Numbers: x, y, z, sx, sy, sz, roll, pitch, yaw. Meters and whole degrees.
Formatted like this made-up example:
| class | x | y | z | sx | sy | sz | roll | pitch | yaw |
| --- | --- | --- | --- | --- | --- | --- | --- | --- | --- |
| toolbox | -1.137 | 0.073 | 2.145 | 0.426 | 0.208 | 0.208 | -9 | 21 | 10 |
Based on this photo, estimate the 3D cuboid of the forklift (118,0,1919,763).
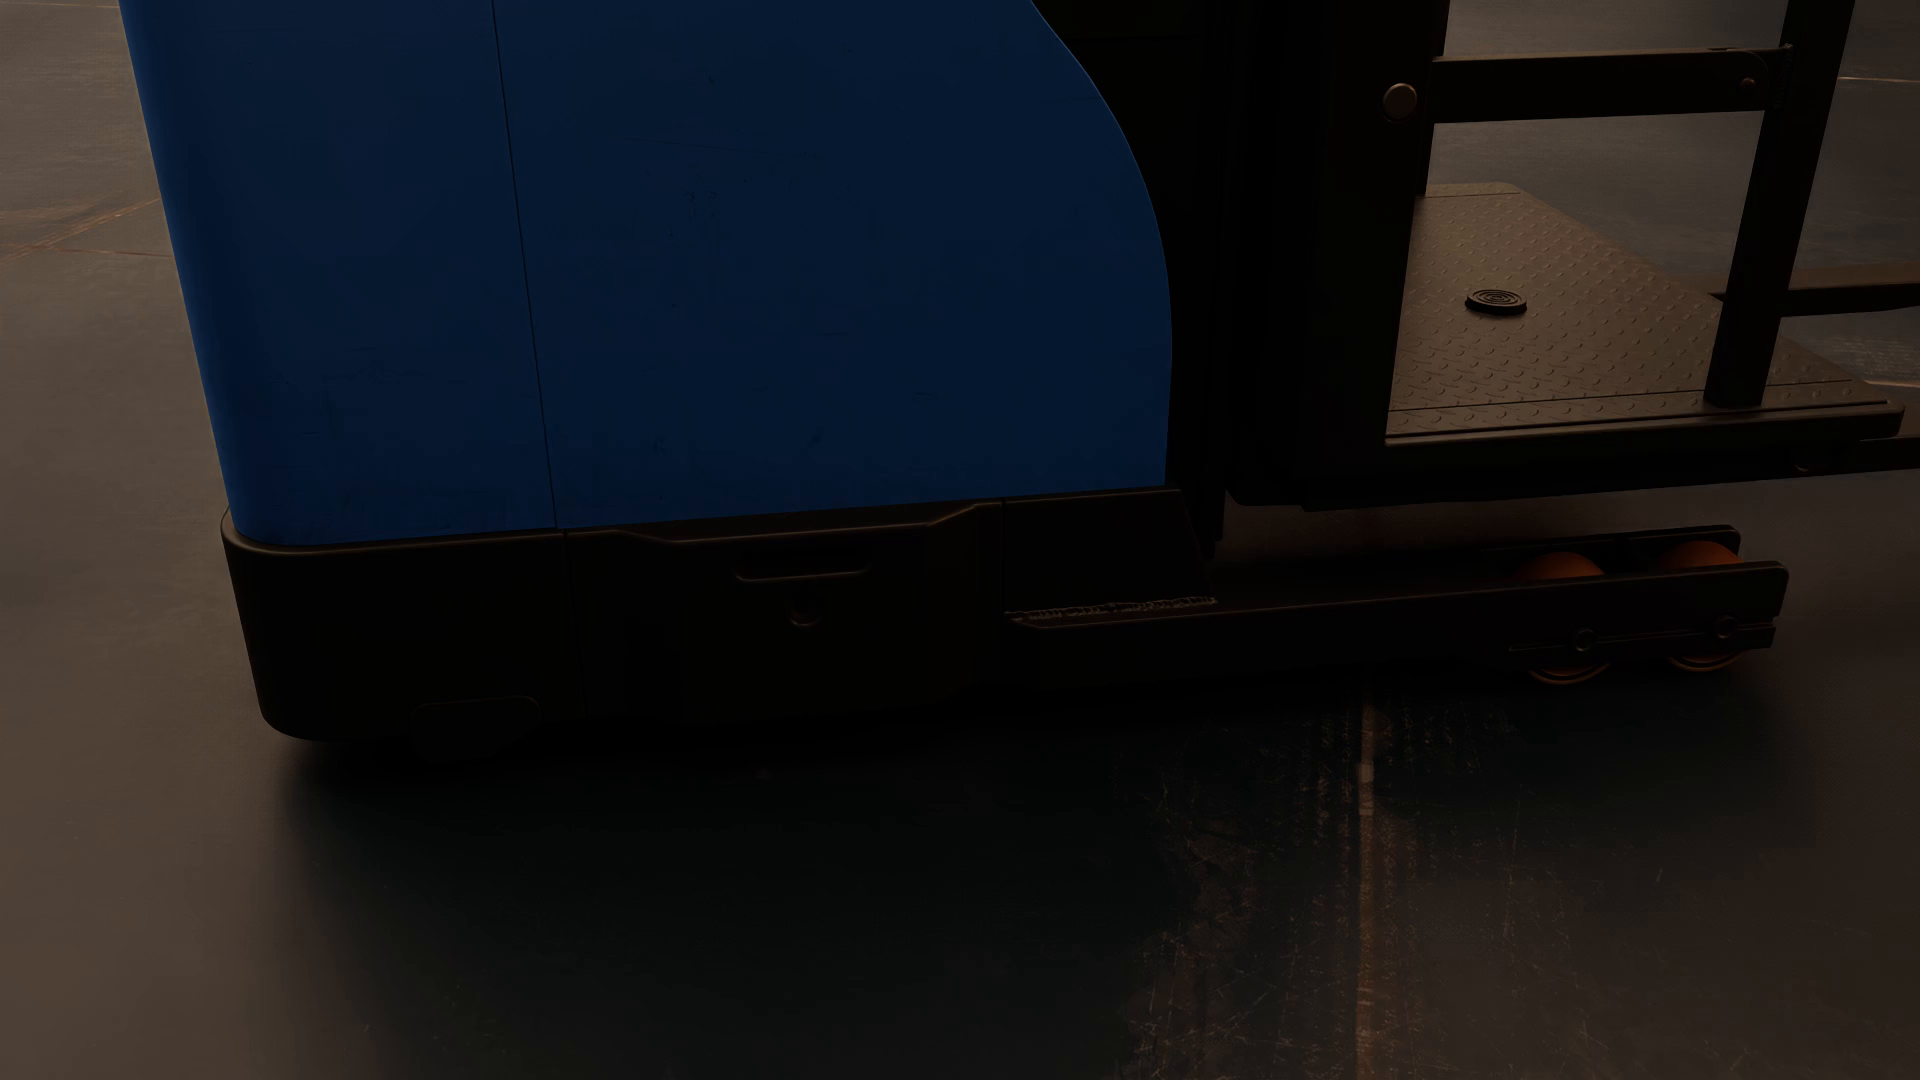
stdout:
| class | x | y | z | sx | sy | sz | roll | pitch | yaw |
| --- | --- | --- | --- | --- | --- | --- | --- | --- | --- |
| forklift | 0.600 | -1.354 | 1.930 | 3.031 | 2.935 | 1.130 | -4 | 27 | -9 |
